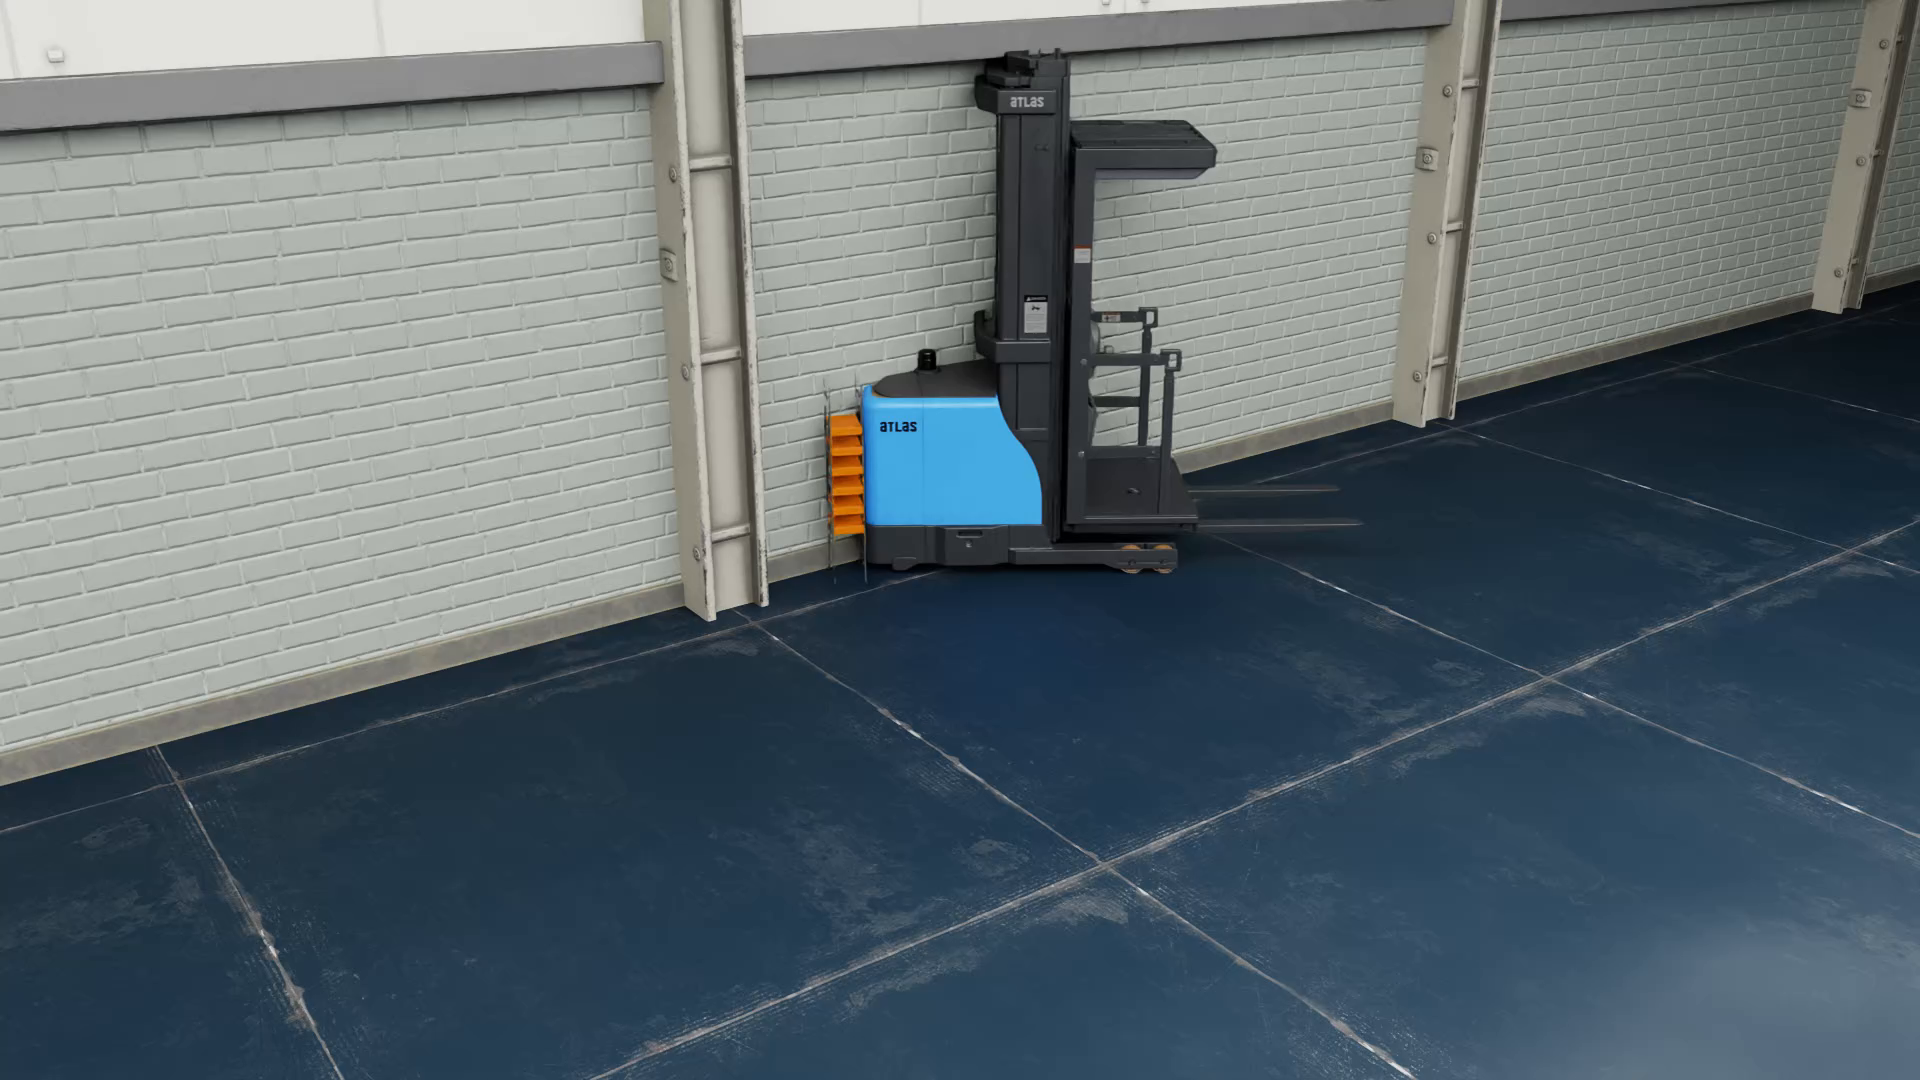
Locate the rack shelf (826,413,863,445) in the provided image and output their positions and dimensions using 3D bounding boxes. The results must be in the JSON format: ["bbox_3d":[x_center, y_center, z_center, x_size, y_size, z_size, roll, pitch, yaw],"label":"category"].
[{"bbox_3d":[-0.667,-0.637,9.521,0.180,0.103,0.258,-4,22,-11],"label":"rack shelf"}]

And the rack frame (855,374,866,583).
[{"bbox_3d":[-0.577,-0.351,9.656,0.006,1.200,0.240,-4,22,-11],"label":"rack frame"}]

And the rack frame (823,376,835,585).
[{"bbox_3d":[-0.756,-0.337,9.621,0.006,1.200,0.240,-4,22,-11],"label":"rack frame"}]

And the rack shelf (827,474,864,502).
[{"bbox_3d":[-0.667,-0.303,9.655,0.180,0.103,0.258,-4,22,-11],"label":"rack shelf"}]

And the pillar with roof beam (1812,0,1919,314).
[{"bbox_3d":[10.921,-5.116,11.077,0.400,9.000,9.100,-15,26,-33],"label":"pillar with roof beam"}]

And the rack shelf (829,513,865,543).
[{"bbox_3d":[-0.667,-0.080,9.745,0.180,0.103,0.258,-4,22,-11],"label":"rack shelf"}]

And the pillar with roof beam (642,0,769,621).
[{"bbox_3d":[1.180,-2.519,4.567,0.400,9.000,9.100,-15,26,-33],"label":"pillar with roof beam"}]

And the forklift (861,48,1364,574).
[{"bbox_3d":[0.919,-1.359,9.847,3.031,2.935,1.130,-1,22,-1],"label":"forklift"}]

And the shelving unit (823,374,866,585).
[{"bbox_3d":[-0.667,-0.344,9.639,0.189,1.200,0.258,-4,22,-11],"label":"shelving unit"}]

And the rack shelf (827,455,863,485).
[{"bbox_3d":[-0.667,-0.414,9.611,0.180,0.103,0.258,-4,22,-11],"label":"rack shelf"}]

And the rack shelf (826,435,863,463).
[{"bbox_3d":[-0.667,-0.525,9.566,0.180,0.103,0.258,-4,22,-11],"label":"rack shelf"}]

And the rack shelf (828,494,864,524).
[{"bbox_3d":[-0.667,-0.191,9.700,0.180,0.103,0.258,-4,22,-11],"label":"rack shelf"}]

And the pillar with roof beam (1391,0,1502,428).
[{"bbox_3d":[6.051,-3.818,7.822,0.400,9.000,9.100,-15,26,-33],"label":"pillar with roof beam"}]
